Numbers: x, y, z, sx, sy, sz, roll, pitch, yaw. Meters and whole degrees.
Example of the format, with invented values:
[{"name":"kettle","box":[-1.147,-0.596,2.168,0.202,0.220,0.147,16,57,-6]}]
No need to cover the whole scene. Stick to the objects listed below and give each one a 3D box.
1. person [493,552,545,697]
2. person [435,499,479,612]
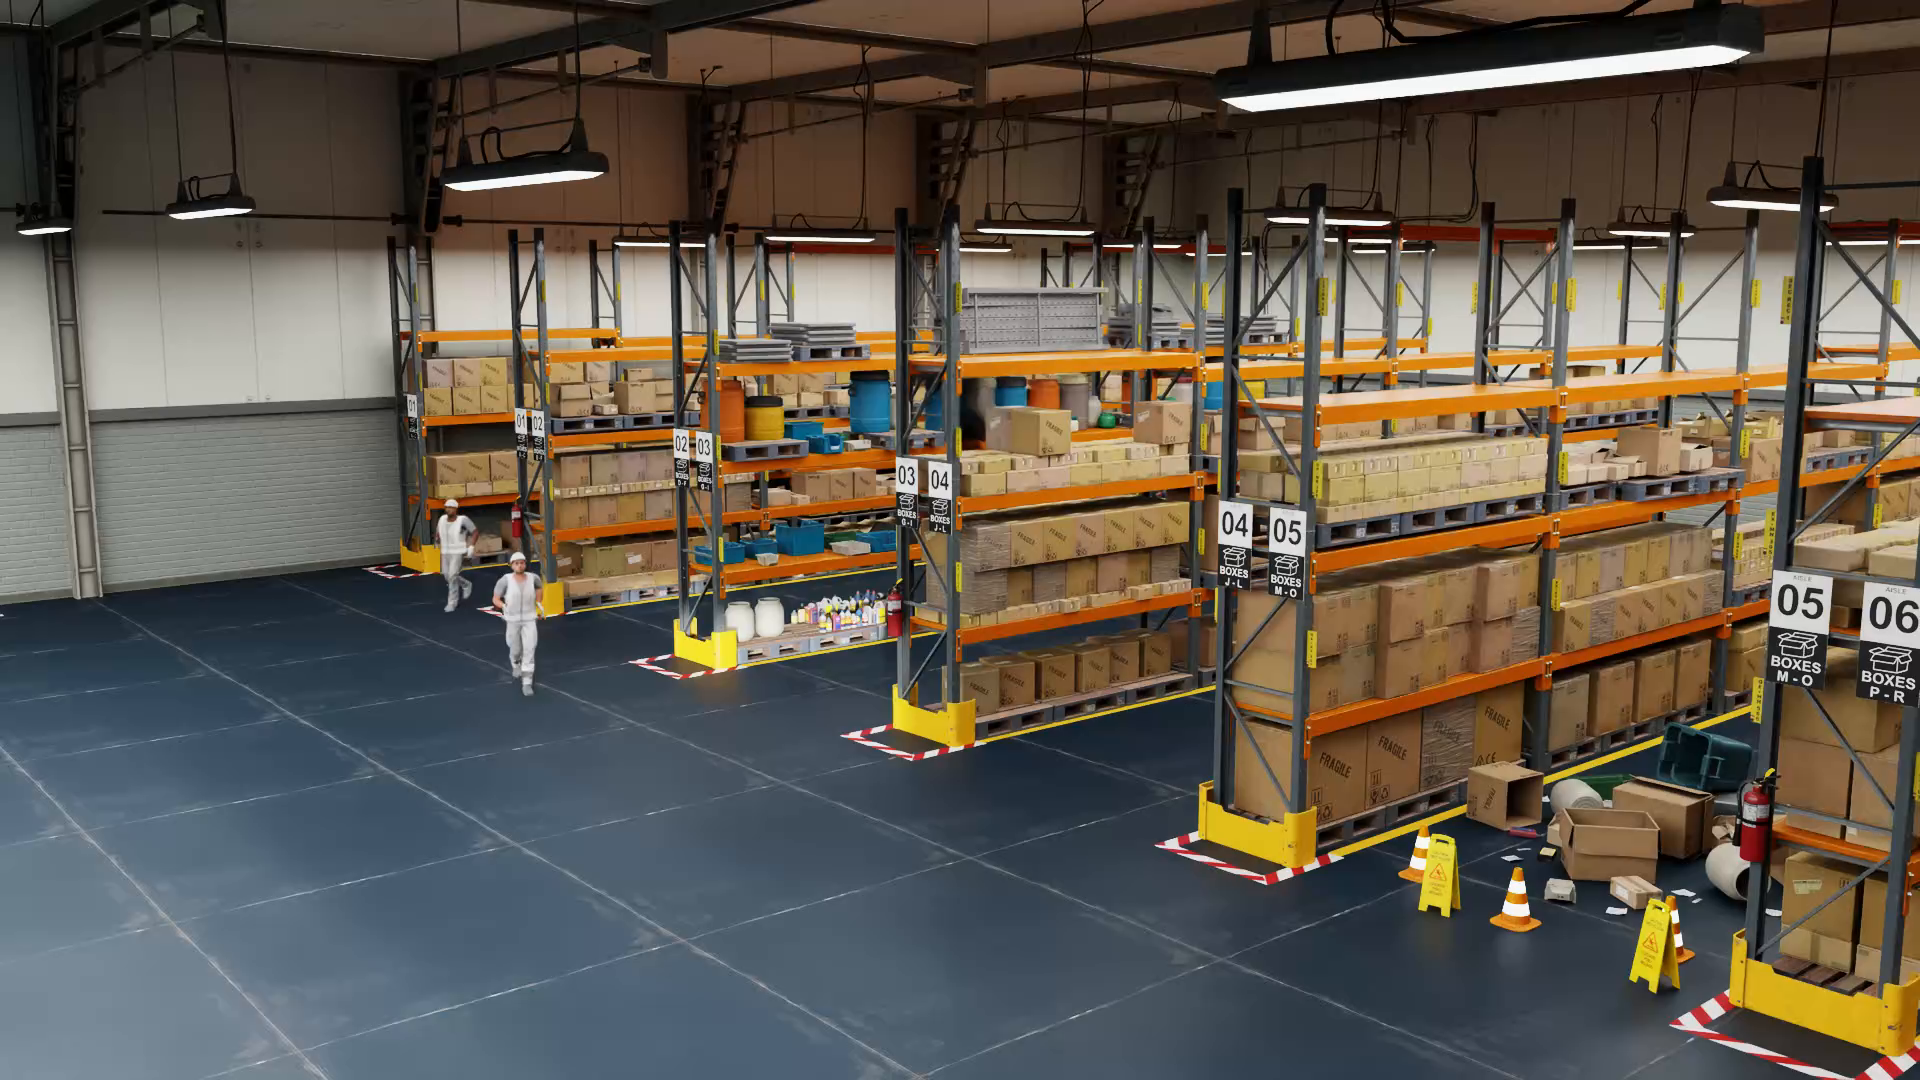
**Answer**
[{"name":"person","box":[-5.609,1.035,21.203,0.649,1.789,0.968,-3,9,-20]},{"name":"person","box":[-8.092,0.221,26.663,0.721,1.775,0.820,3,9,18]}]
